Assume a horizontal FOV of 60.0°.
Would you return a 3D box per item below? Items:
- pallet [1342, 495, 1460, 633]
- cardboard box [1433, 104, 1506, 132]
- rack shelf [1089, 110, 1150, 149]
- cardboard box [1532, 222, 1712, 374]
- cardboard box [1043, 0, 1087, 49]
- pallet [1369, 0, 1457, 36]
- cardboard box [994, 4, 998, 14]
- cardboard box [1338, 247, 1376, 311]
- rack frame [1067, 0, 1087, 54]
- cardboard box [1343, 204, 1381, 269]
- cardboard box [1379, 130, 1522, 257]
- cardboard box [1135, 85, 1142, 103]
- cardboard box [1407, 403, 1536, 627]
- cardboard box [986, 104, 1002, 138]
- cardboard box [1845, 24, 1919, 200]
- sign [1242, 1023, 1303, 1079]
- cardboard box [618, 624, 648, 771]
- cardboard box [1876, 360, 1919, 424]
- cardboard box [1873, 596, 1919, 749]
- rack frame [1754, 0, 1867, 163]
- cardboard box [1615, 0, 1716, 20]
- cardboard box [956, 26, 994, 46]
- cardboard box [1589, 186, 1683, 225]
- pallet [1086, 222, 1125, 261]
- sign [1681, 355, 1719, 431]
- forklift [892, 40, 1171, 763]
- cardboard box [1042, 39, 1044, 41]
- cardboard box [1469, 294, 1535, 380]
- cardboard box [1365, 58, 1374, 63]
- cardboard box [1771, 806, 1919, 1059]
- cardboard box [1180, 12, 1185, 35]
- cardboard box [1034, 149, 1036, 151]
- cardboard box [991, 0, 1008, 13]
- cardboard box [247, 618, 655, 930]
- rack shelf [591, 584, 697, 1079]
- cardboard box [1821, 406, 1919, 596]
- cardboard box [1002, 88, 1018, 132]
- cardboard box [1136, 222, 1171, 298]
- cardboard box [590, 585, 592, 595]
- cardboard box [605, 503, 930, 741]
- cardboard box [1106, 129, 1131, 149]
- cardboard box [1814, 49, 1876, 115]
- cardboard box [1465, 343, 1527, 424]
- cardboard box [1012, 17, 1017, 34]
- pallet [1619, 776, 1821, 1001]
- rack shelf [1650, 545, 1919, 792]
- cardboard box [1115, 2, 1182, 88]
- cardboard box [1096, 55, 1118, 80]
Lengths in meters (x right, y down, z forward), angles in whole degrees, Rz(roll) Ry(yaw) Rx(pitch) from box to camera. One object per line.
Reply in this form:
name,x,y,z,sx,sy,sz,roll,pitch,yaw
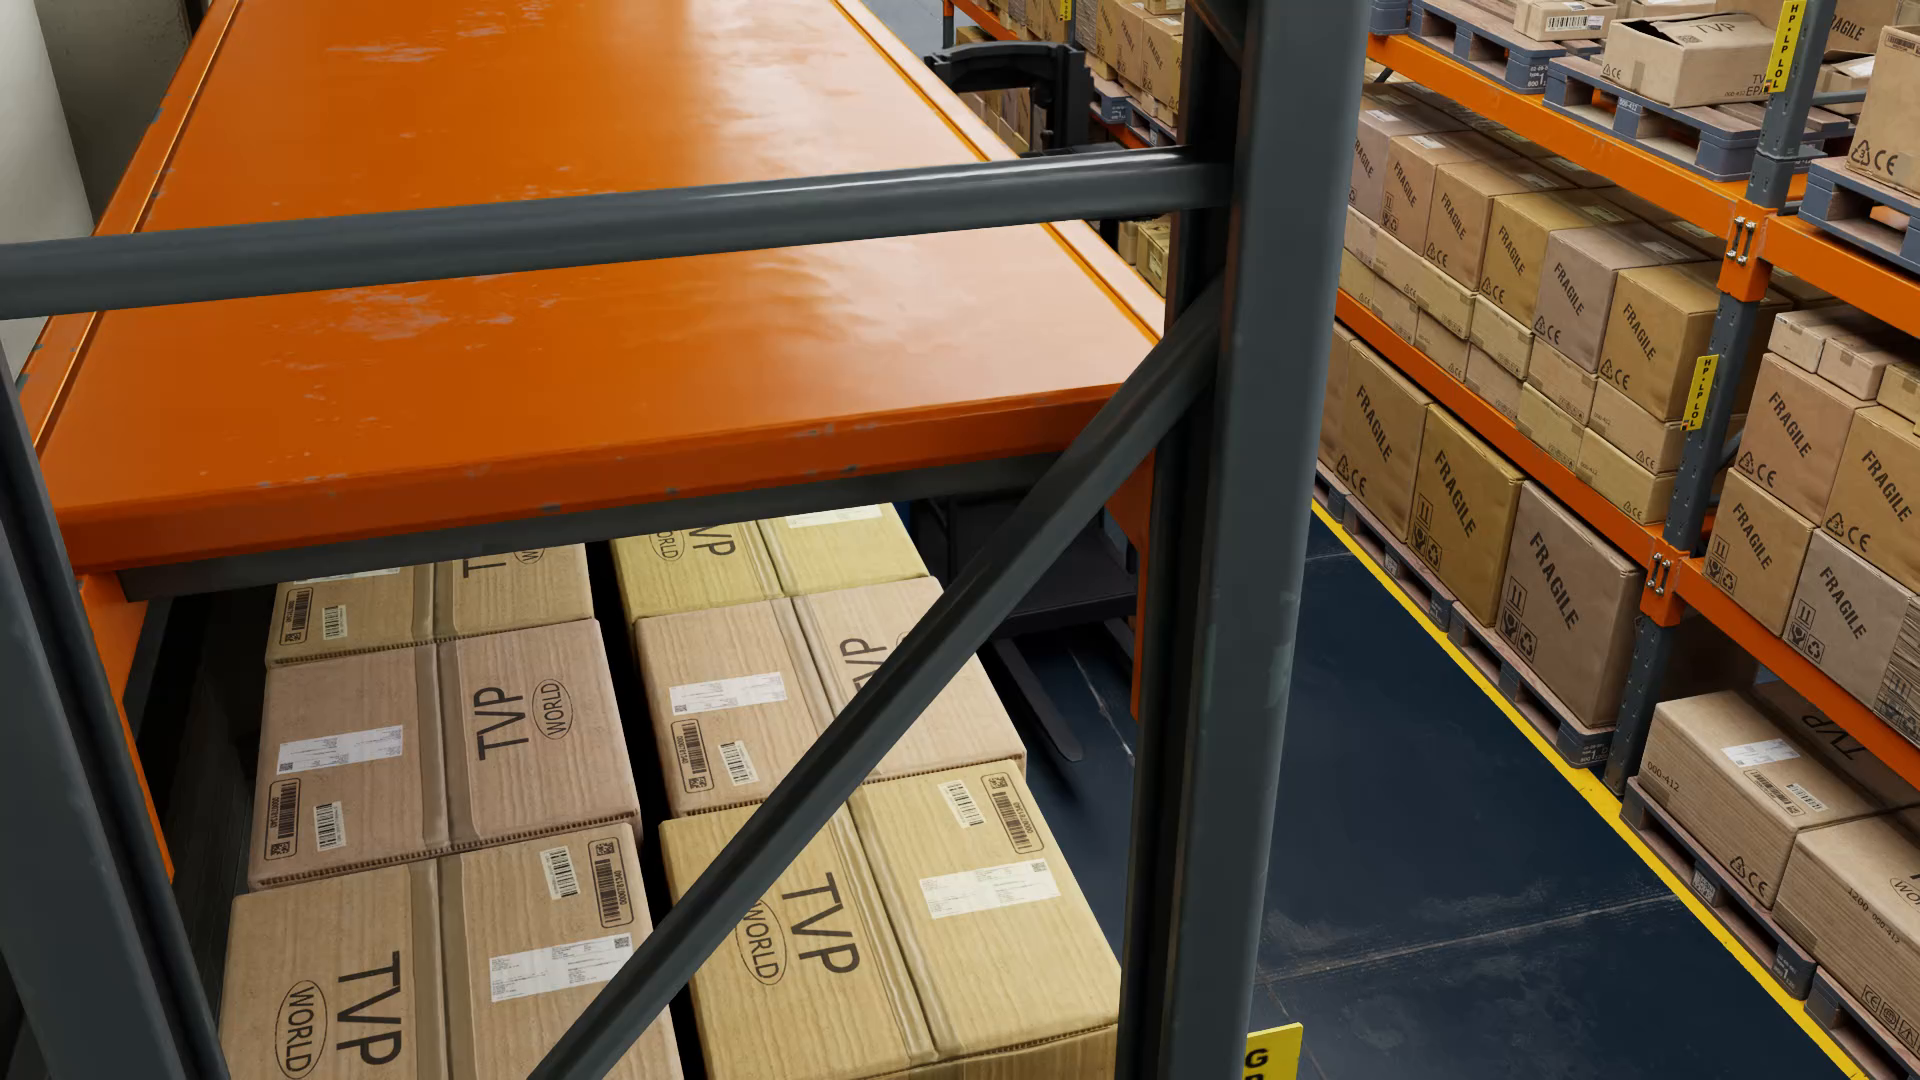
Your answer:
pallet,2.898,0.053,9.448,1.003,0.211,1.213,-8,31,-13
cardboard box,2.975,-2.147,9.368,0.500,0.500,0.500,-7,31,-12
rack shelf,1.911,-2.788,12.290,1.077,0.370,4.000,-8,31,-13
cardboard box,2.998,-1.109,7.573,0.500,0.500,0.500,-7,31,-12
cardboard box,1.022,-4.419,13.993,0.500,0.500,0.500,-9,31,-15
pallet,2.664,-3.046,9.212,1.213,0.211,1.003,-6,31,-11
cardboard box,0.534,-5.069,15.764,0.380,0.149,0.250,-7,31,-12
cardboard box,2.482,-1.553,9.588,0.500,0.250,0.500,-9,31,-15
rack frame,1.380,-4.065,13.779,1.000,3.000,0.127,-8,31,-13
cardboard box,2.474,-1.757,9.442,0.500,0.250,0.500,-7,31,-12
cardboard box,2.600,-1.848,8.851,0.500,0.500,0.500,-7,31,-12
cardboard box,1.520,-3.331,12.342,0.380,0.149,0.250,-8,31,-13
cardboard box,3.014,-0.187,8.781,0.875,0.875,0.875,-7,31,-12
cardboard box,0.551,-4.053,16.083,0.500,0.250,0.500,-6,31,-10
cardboard box,3.457,-1.456,5.657,0.500,0.500,0.500,-7,31,-12
sign,0.303,0.644,1.777,0.100,0.325,0.005,-8,31,-13
cardboard box,-0.353,0.288,3.116,0.500,0.250,0.500,-9,31,-15
cardboard box,3.529,-0.531,5.928,0.380,0.149,0.250,-8,31,-14
cardboard box,3.631,0.502,5.789,0.500,0.500,0.500,-8,31,-13
rack frame,3.503,-2.798,5.600,1.000,3.000,0.127,-8,31,-13
cardboard box,3.356,-2.552,7.885,0.396,0.266,0.258,-5,30,-9
cardboard box,0.273,-4.875,16.756,0.500,0.500,0.500,-9,31,-15
cardboard box,3.371,-1.413,8.098,0.500,0.500,0.500,-9,31,-15
pallet,1.588,-2.482,13.828,1.003,0.211,1.213,-8,31,-13
sign,2.983,-0.591,6.700,0.100,0.325,0.005,-8,31,-13
forklift,0.344,-0.838,8.273,1.130,2.935,3.031,-9,31,-16
cardboard box,0.934,-4.327,14.482,0.380,0.149,0.250,-8,31,-13
cardboard box,2.869,-1.023,8.174,0.500,0.250,0.500,-7,31,-12
cardboard box,2.400,-2.986,11.098,0.500,0.500,0.500,-6,31,-11
cardboard box,3.805,1.476,6.344,0.875,0.438,0.875,-9,31,-15
cardboard box,1.735,-3.520,11.374,0.380,0.149,0.250,-9,31,-16
cardboard box,0.964,-3.307,14.794,0.500,0.250,0.500,-6,31,-11
cardboard box,0.596,-5.163,15.279,0.500,0.500,0.500,-8,31,-14
cardboard box,-0.744,0.385,2.449,0.500,0.250,0.500,-9,31,-15
rack shelf,-0.751,0.440,3.720,1.077,0.370,4.000,-8,31,-13
cardboard box,3.524,-0.170,5.952,0.500,0.500,0.500,-8,31,-14
cardboard box,0.691,-4.123,15.456,0.500,0.500,0.500,-6,31,-11
cardboard box,1.902,-2.174,12.716,0.950,0.372,0.625,-7,31,-12
cardboard box,-1.016,0.115,3.416,0.500,0.250,0.500,-7,31,-12
cardboard box,-0.359,0.077,2.981,0.500,0.250,0.500,-8,31,-14
cardboard box,1.484,-3.702,14.729,0.500,0.500,0.500,-6,31,-11
cardboard box,3.708,-1.911,6.778,0.396,0.266,0.258,-8,31,-14
cardboard box,2.892,-0.812,8.308,0.500,0.250,0.500,-9,31,-15
cardboard box,0.689,-4.689,15.107,0.380,0.149,0.250,-8,31,-14
pallet,3.630,1.383,7.149,1.003,0.211,1.213,-8,31,-13
rack shelf,4.034,1.076,5.615,1.077,0.370,4.000,-8,31,-13
cardboard box,1.479,-3.672,12.283,0.500,0.500,0.500,-8,31,-14
cardboard box,1.280,-3.707,12.992,0.380,0.149,0.250,-7,31,-12
